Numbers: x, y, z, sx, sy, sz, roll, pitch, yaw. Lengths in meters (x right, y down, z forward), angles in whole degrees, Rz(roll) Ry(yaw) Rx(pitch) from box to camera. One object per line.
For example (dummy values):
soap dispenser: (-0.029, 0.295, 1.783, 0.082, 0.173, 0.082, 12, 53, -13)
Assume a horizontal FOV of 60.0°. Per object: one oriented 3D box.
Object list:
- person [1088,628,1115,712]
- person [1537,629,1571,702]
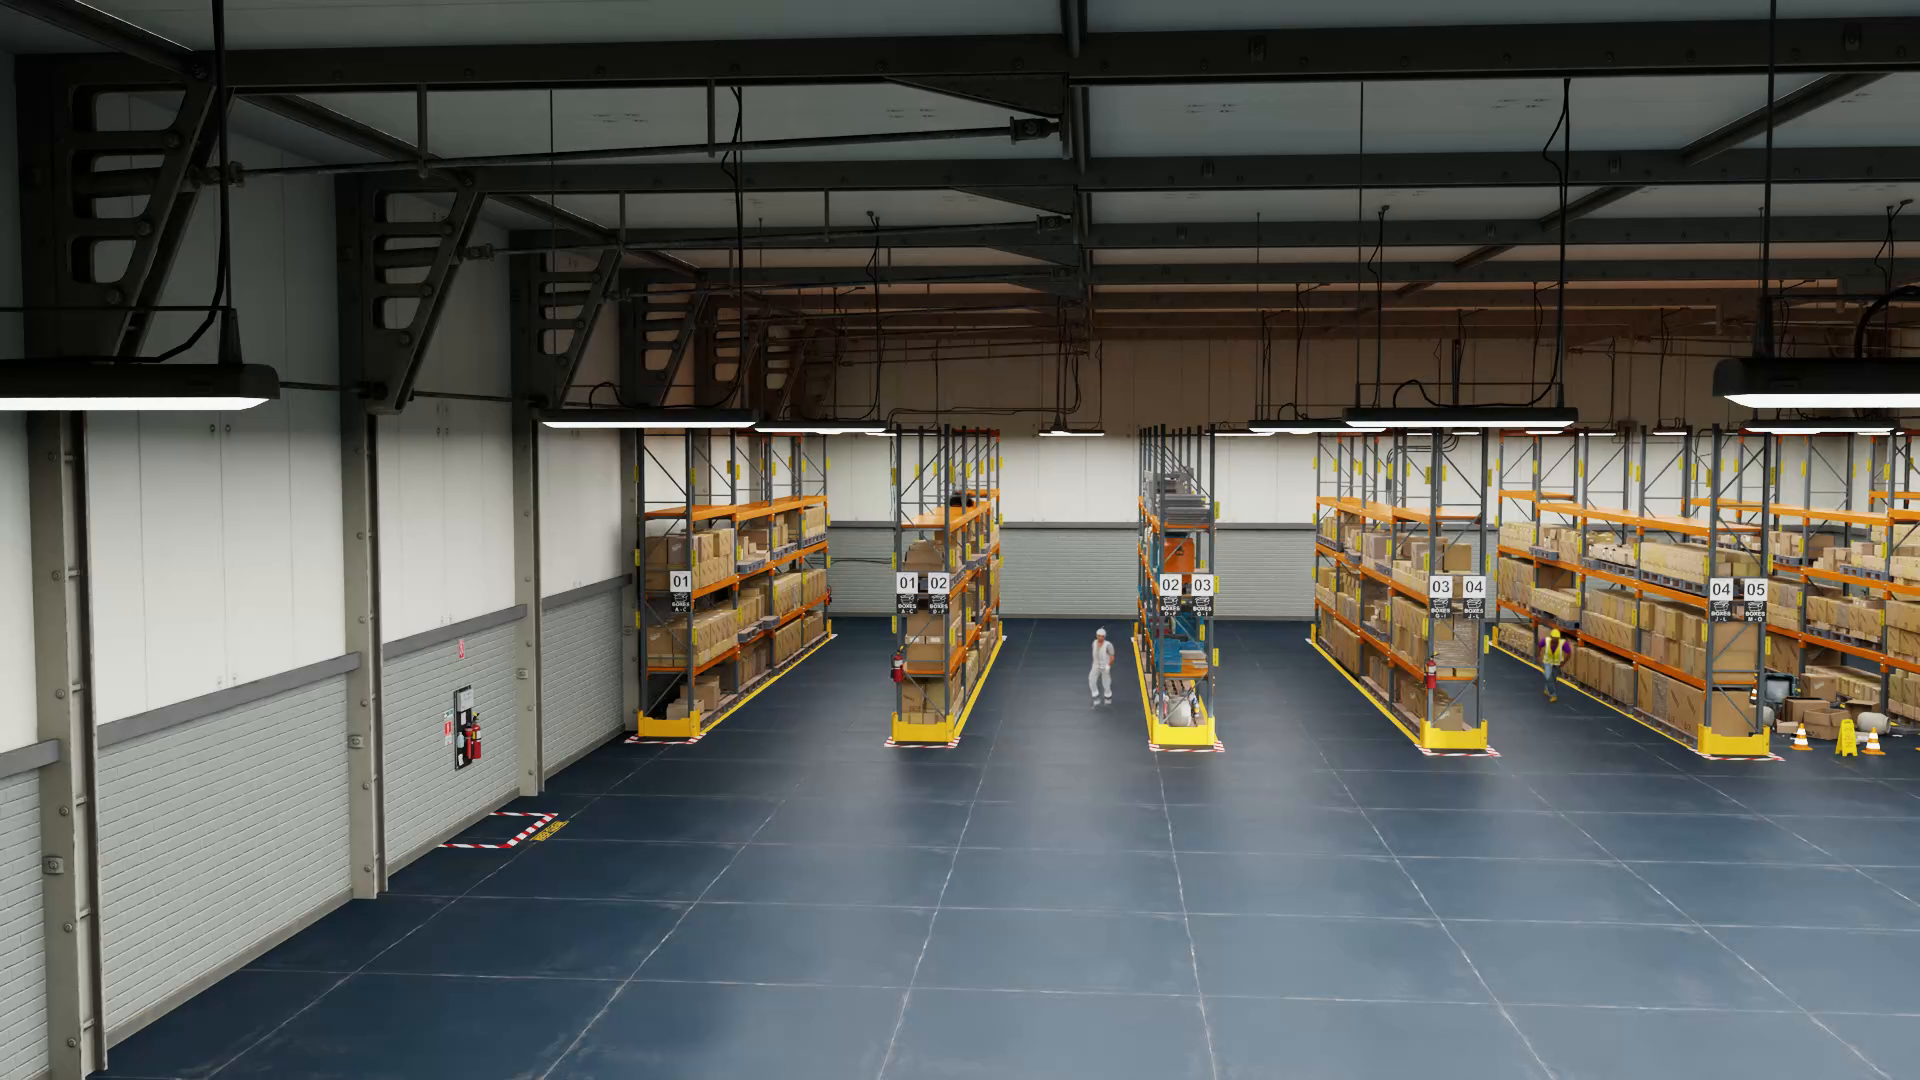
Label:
person: (3.001, 2.714, 35.086, 0.651, 1.742, 0.808, 2, 4, 27)
person: (12.992, 2.709, 36.411, 0.701, 1.608, 1.133, 1, 4, 15)
